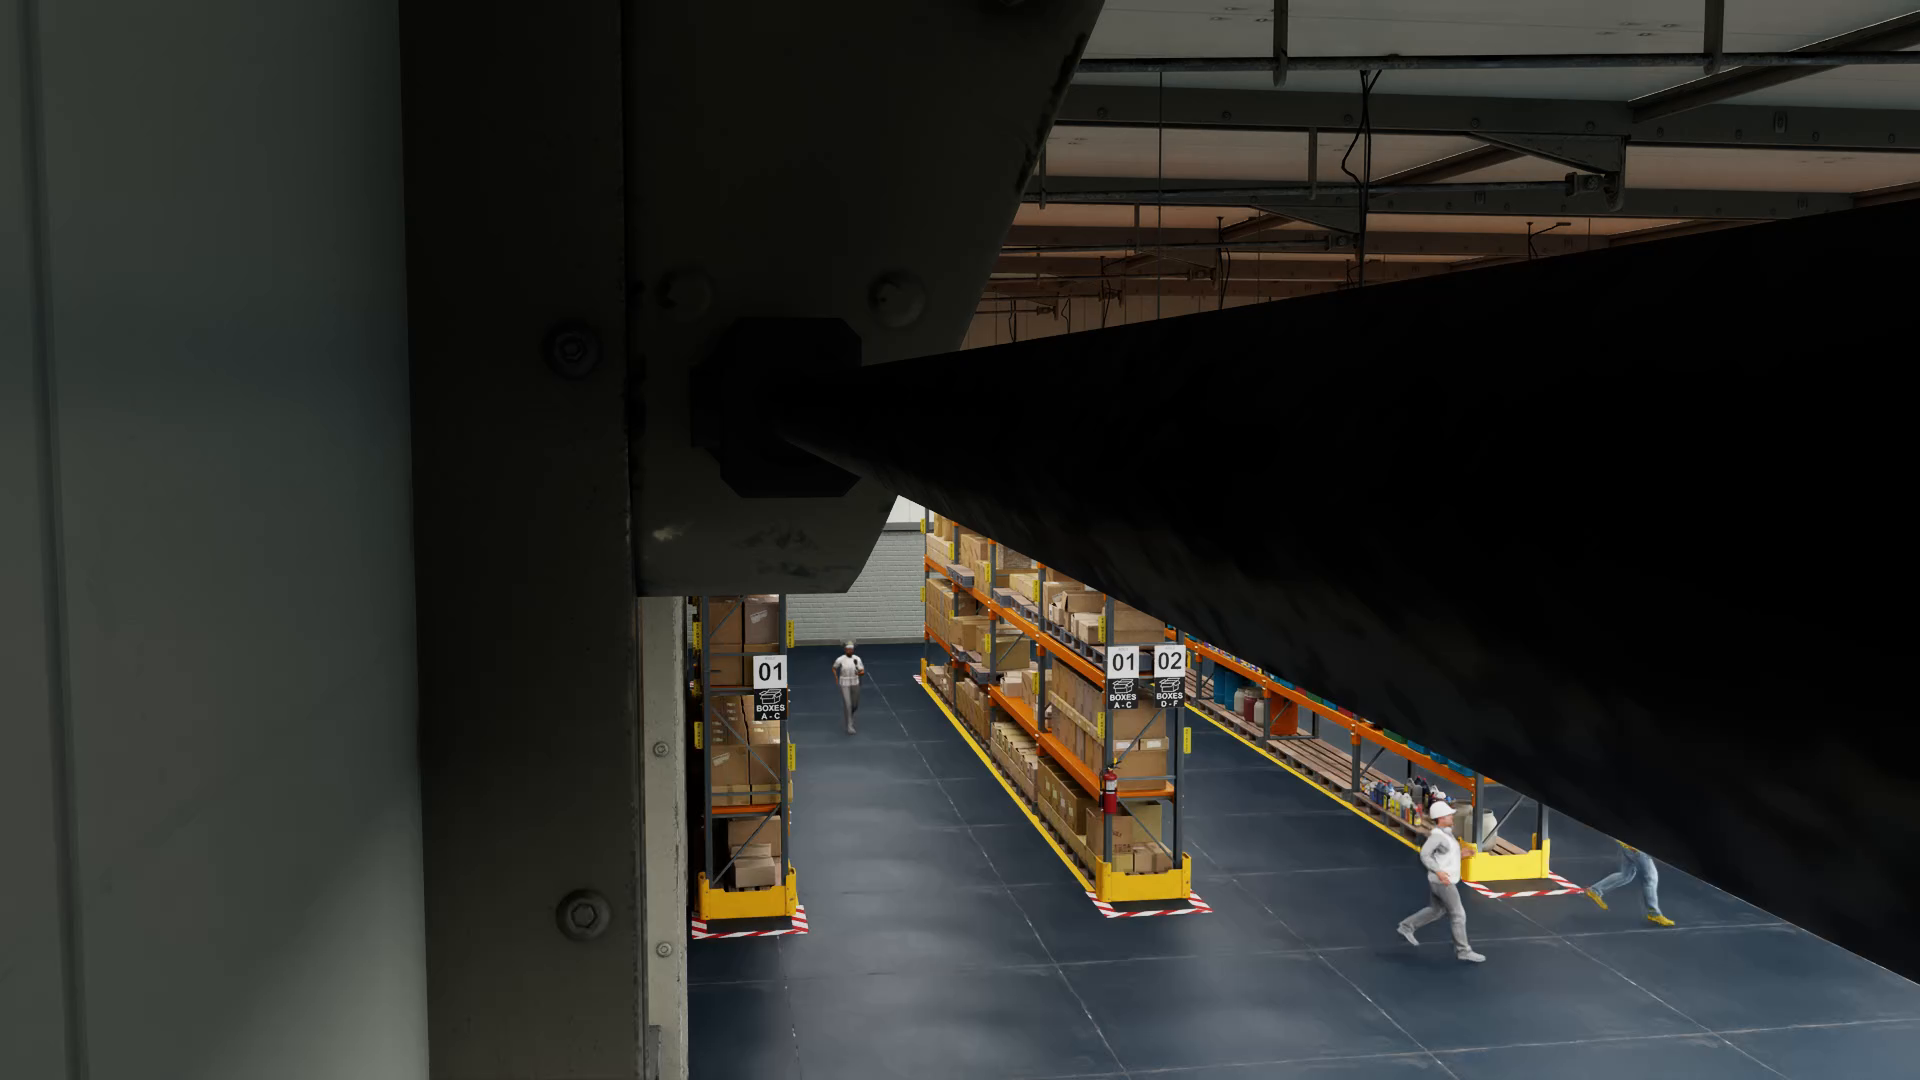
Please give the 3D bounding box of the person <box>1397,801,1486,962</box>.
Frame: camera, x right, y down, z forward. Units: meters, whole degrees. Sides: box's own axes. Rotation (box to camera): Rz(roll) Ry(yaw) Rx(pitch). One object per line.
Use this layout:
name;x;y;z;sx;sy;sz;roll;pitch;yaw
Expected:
person;5.392;3.791;18.590;0.968;1.750;0.659;2;5;17

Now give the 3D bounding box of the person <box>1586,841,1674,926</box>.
person;8.067;3.693;19.963;0.991;1.764;0.657;2;5;19

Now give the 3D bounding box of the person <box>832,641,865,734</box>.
person;-2.075;2.726;31.191;0.581;1.676;0.913;-2;5;-17
